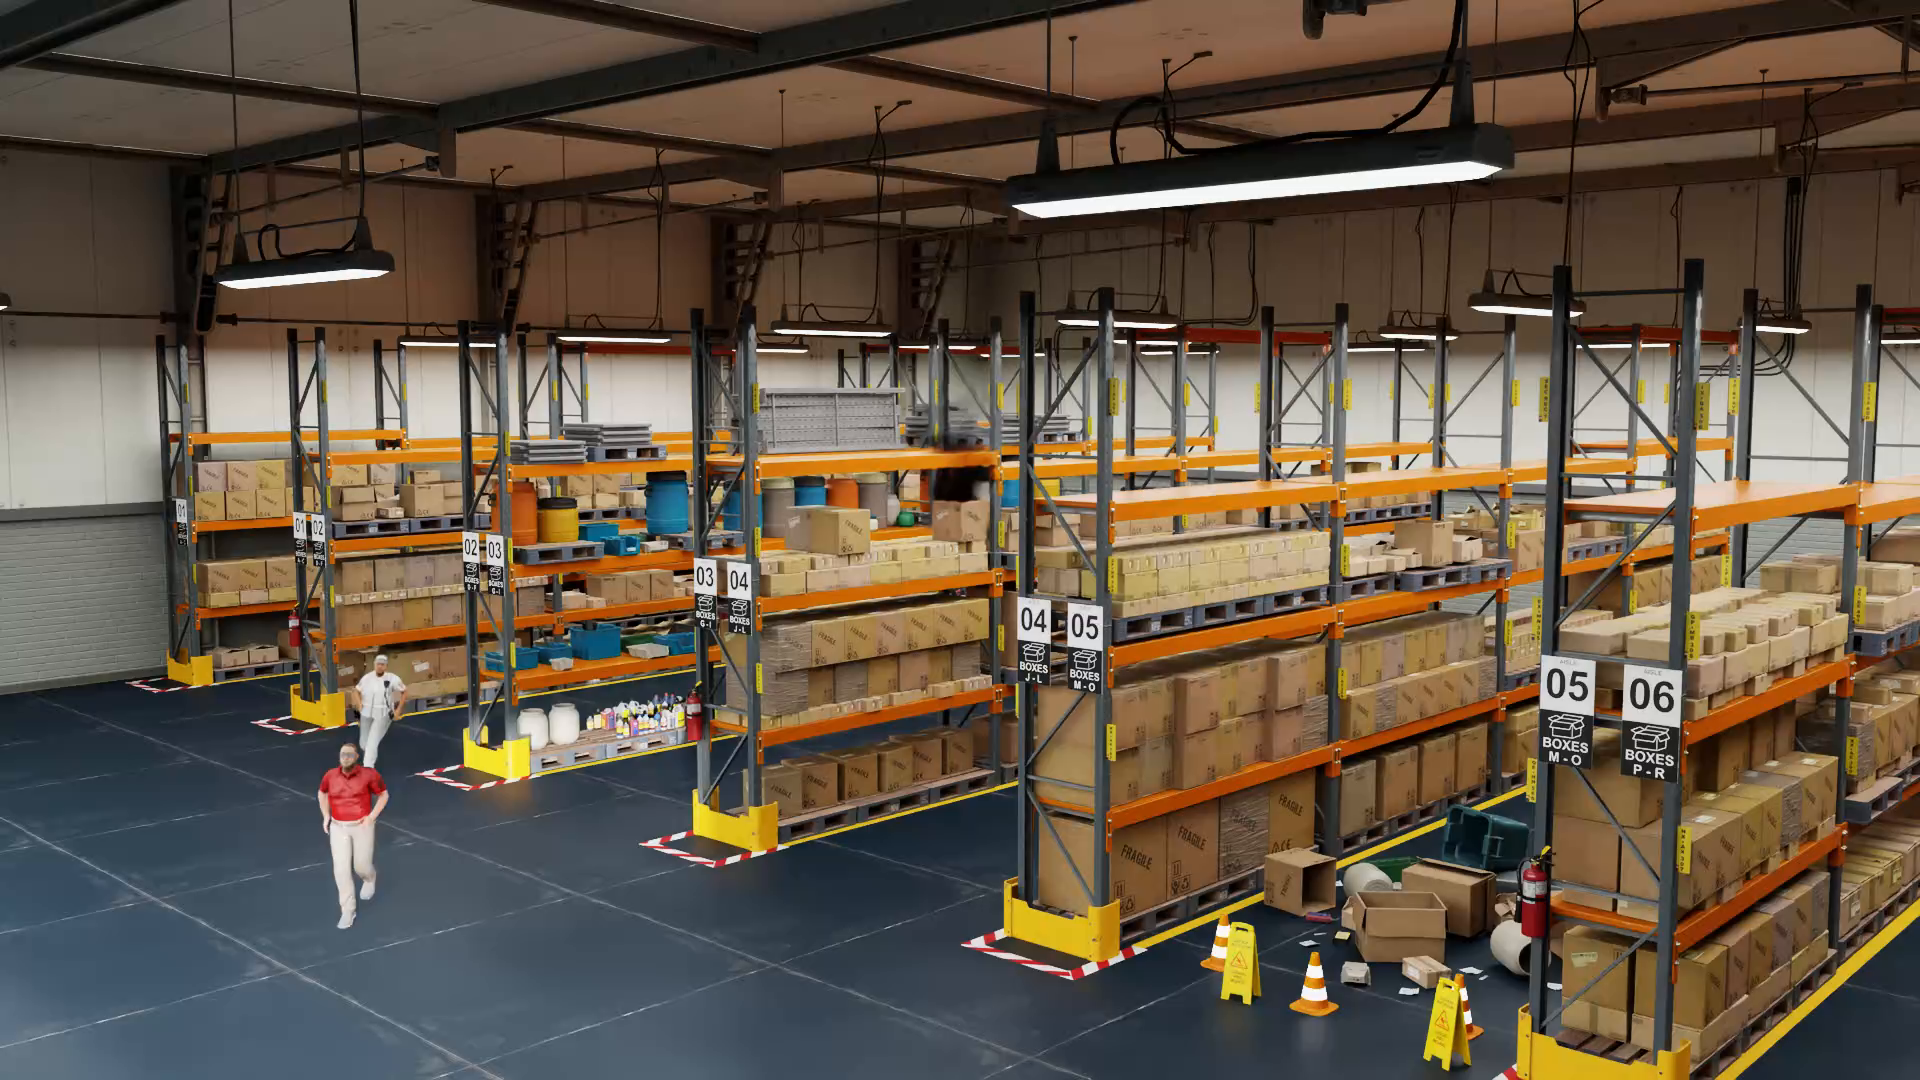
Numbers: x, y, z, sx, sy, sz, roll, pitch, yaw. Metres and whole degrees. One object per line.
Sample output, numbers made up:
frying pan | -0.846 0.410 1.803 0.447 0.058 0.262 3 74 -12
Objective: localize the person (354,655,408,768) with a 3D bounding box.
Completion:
person | -7.610 2.310 21.698 0.687 1.635 0.881 0 5 3

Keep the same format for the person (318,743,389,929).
person | -5.900 2.814 16.158 0.657 1.728 0.868 -1 5 -11
